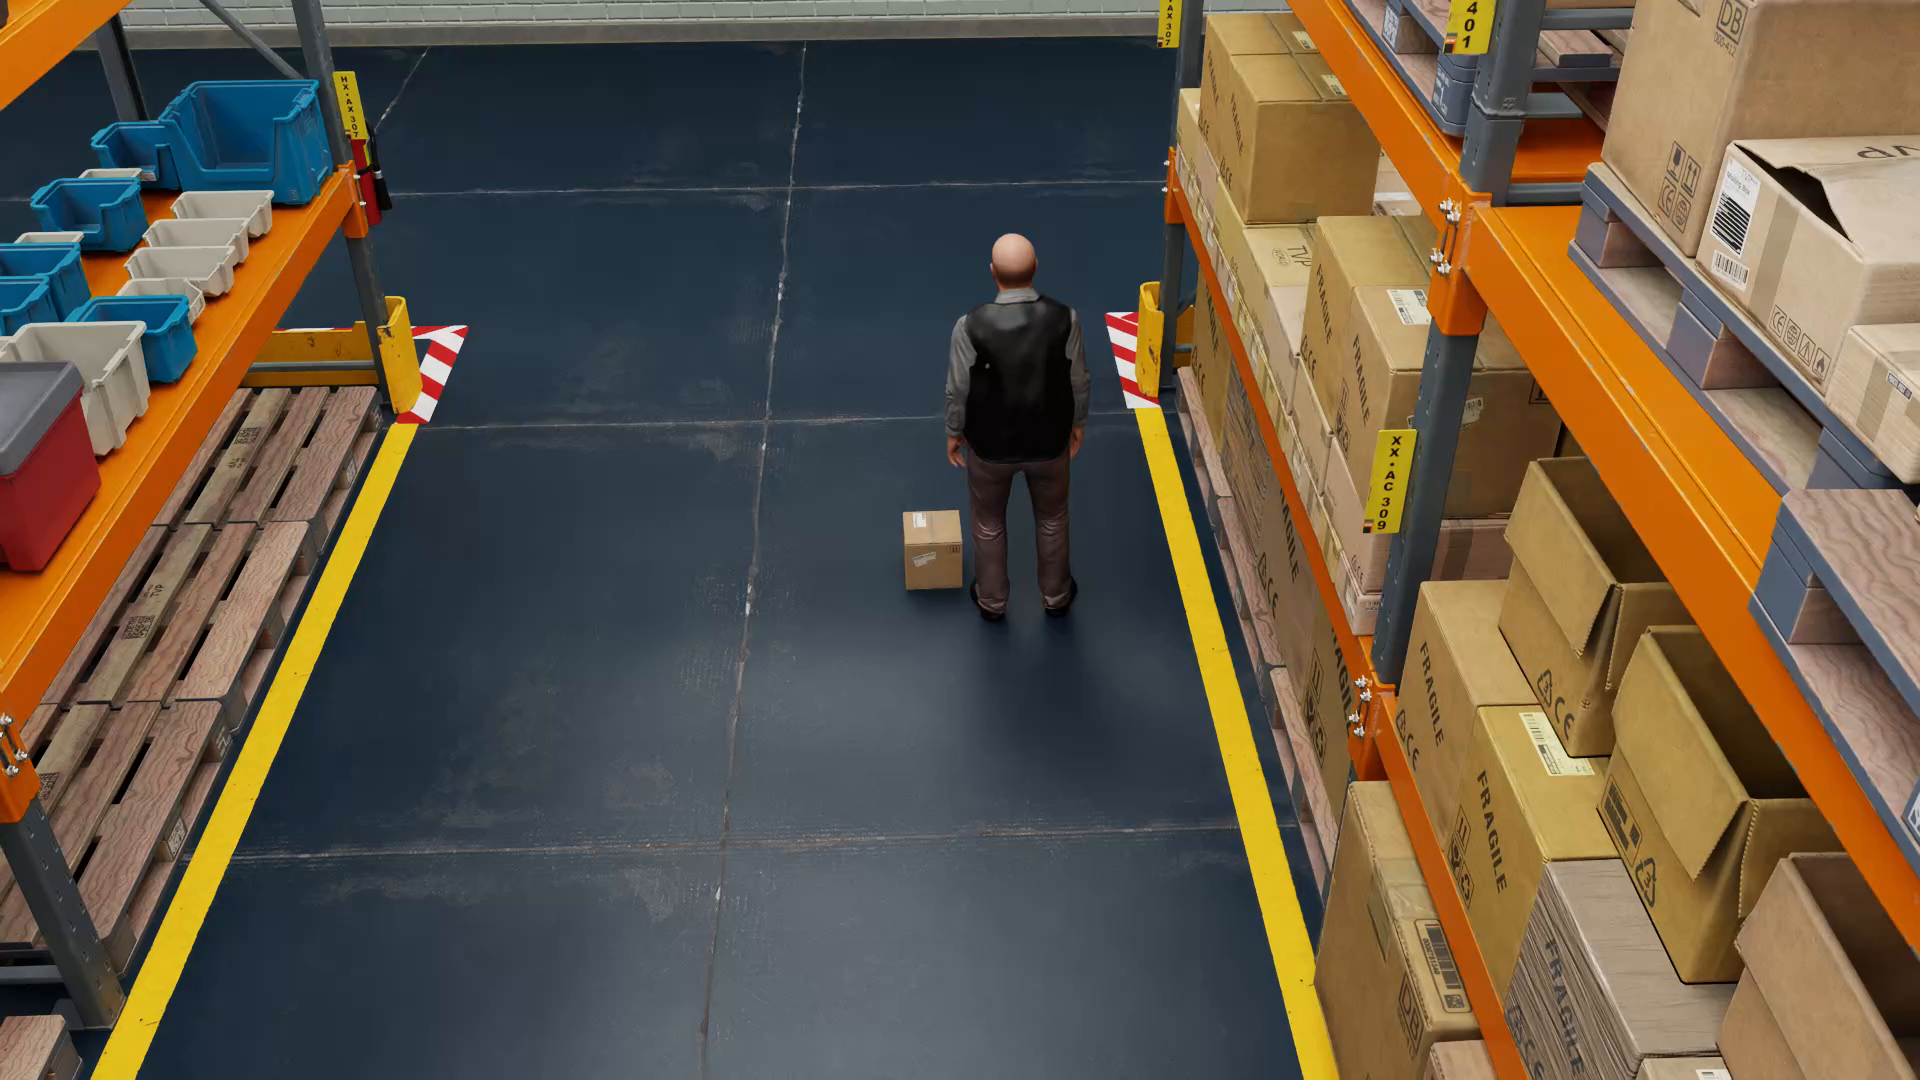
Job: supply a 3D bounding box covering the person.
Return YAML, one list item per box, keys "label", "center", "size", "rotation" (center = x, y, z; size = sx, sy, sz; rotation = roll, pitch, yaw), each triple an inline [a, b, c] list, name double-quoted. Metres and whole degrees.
- label: "person"
  center: [0.234, -0.407, 6.747]
  size: [0.594, 1.721, 0.415]
  rotation: [-3, 35, -5]
